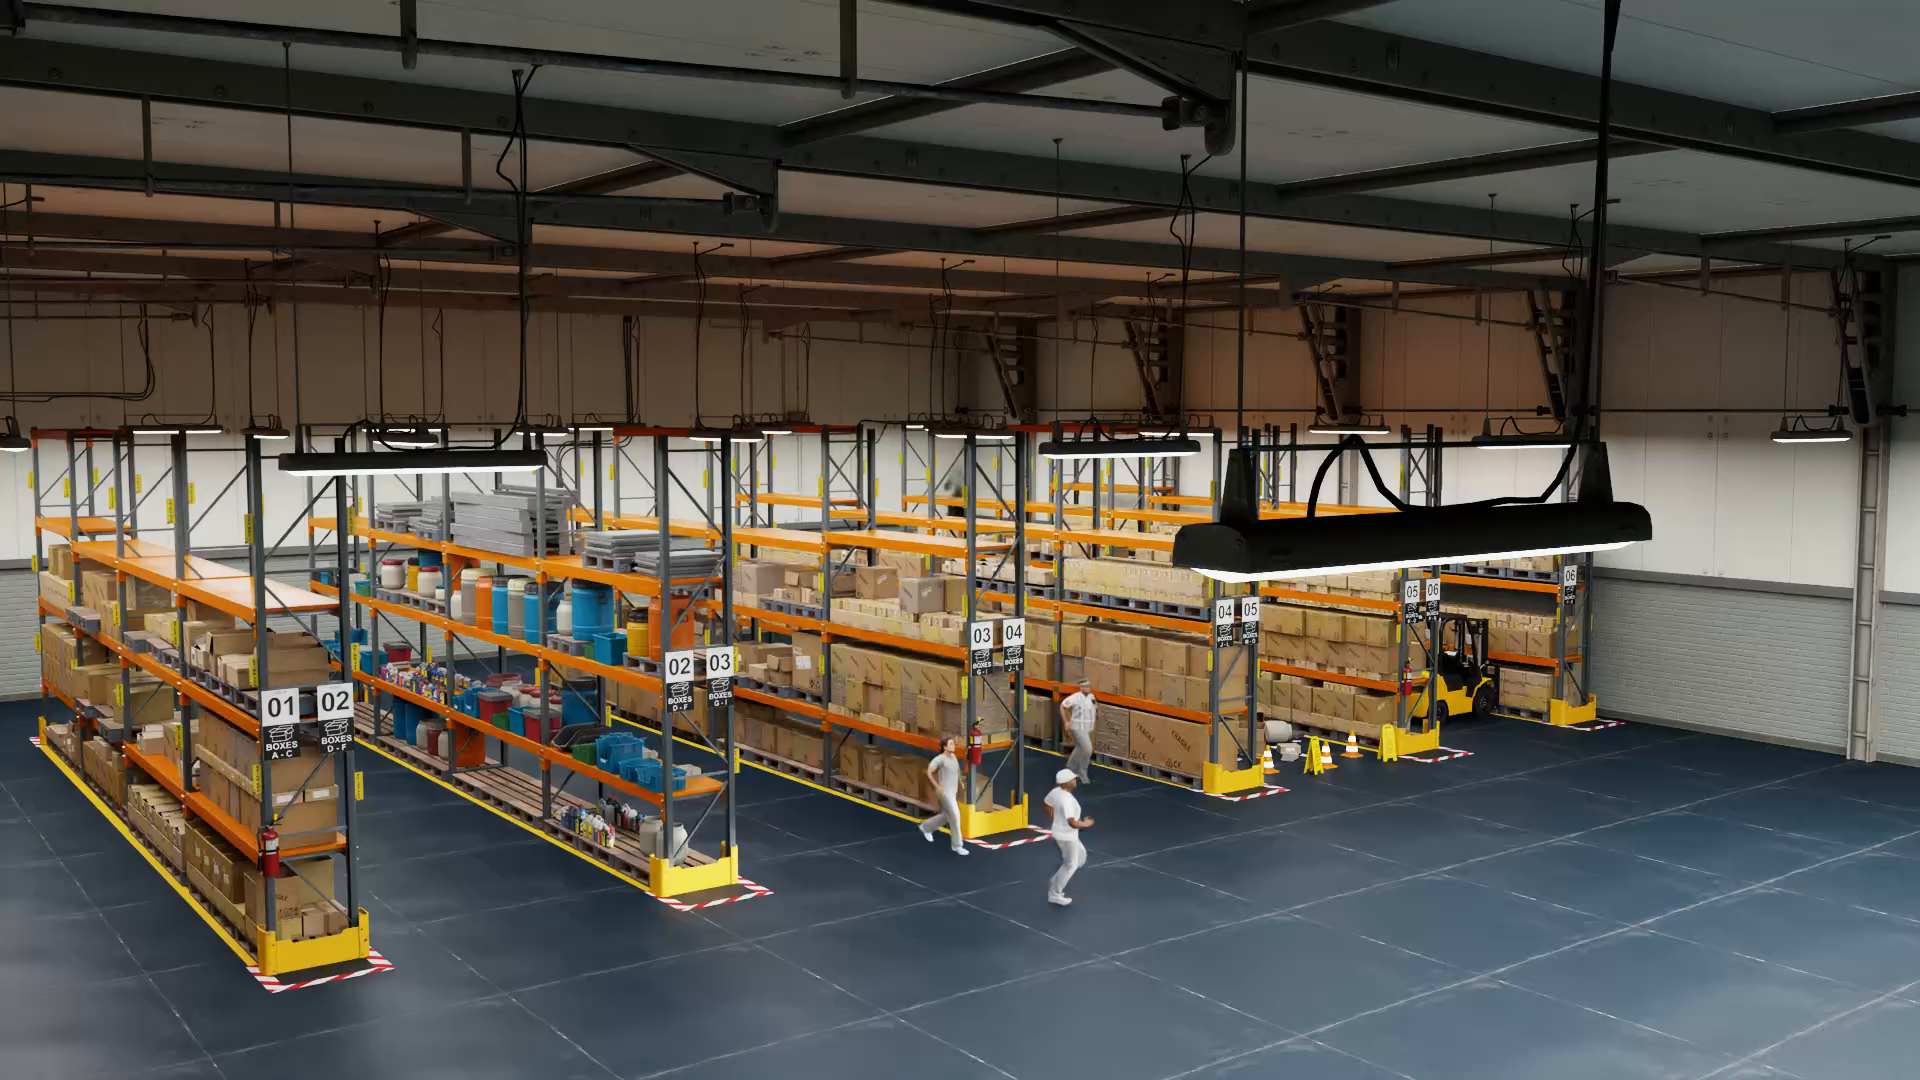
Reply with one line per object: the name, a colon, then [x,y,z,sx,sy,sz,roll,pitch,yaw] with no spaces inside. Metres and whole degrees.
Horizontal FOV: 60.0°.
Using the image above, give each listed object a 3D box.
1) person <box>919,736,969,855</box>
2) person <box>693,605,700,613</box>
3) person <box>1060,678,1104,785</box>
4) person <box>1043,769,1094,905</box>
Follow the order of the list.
person: [-0.211,3.639,23.888,0.846,1.679,0.586,3,5,30]
person: [-6.492,2.316,40.540,0.725,1.698,0.728,1,5,13]
person: [2.089,3.244,28.271,0.854,1.835,0.628,4,6,42]
person: [1.401,3.779,21.260,0.577,1.732,0.761,-1,5,-10]
